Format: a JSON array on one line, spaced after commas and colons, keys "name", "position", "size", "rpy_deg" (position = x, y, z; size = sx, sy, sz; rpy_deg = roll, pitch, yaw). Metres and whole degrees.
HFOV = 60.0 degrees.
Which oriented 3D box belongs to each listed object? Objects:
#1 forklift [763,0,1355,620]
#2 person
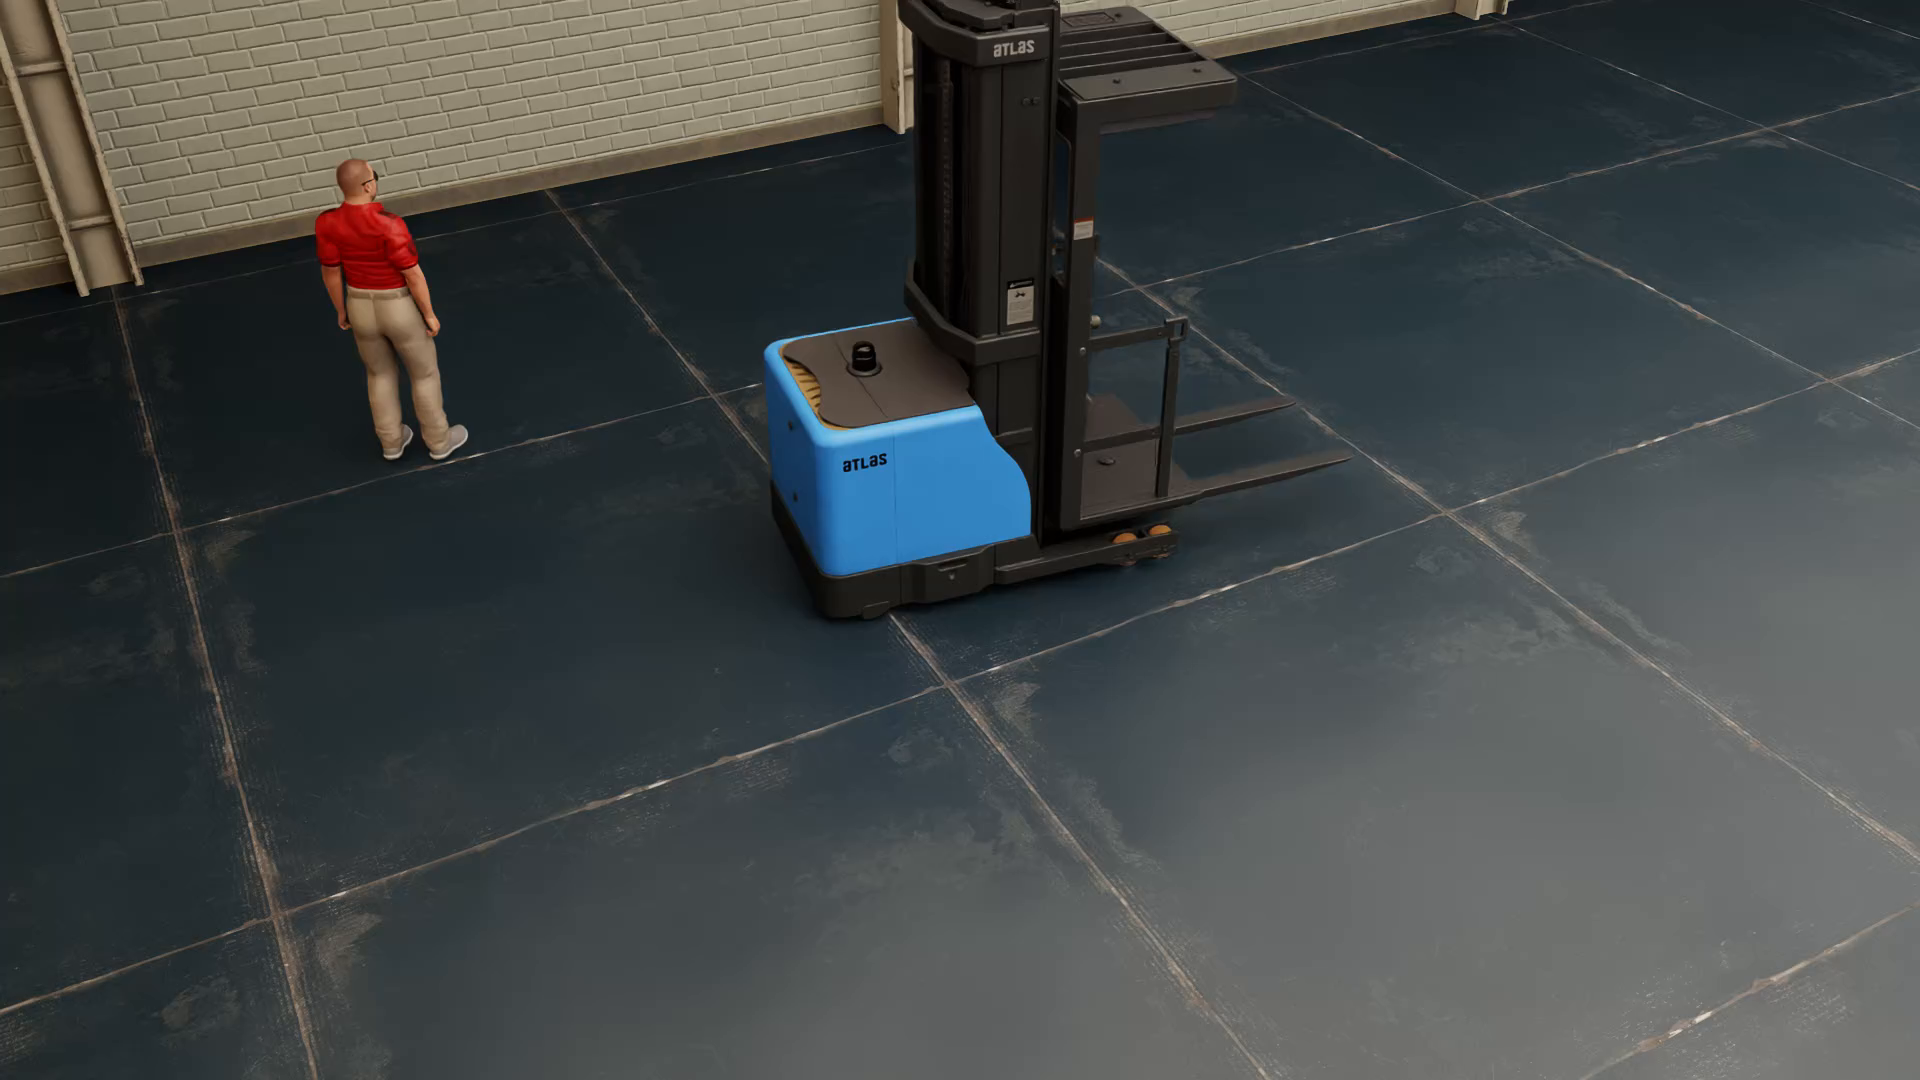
[{"name": "forklift", "position": [0.587, -1.338, 8.015], "size": [3.031, 2.935, 1.130], "rpy_deg": [-12, 37, -17]}, {"name": "person", "position": [-3.053, -1.229, 8.905], "size": [0.567, 1.731, 0.381], "rpy_deg": [4, 35, 5]}]
